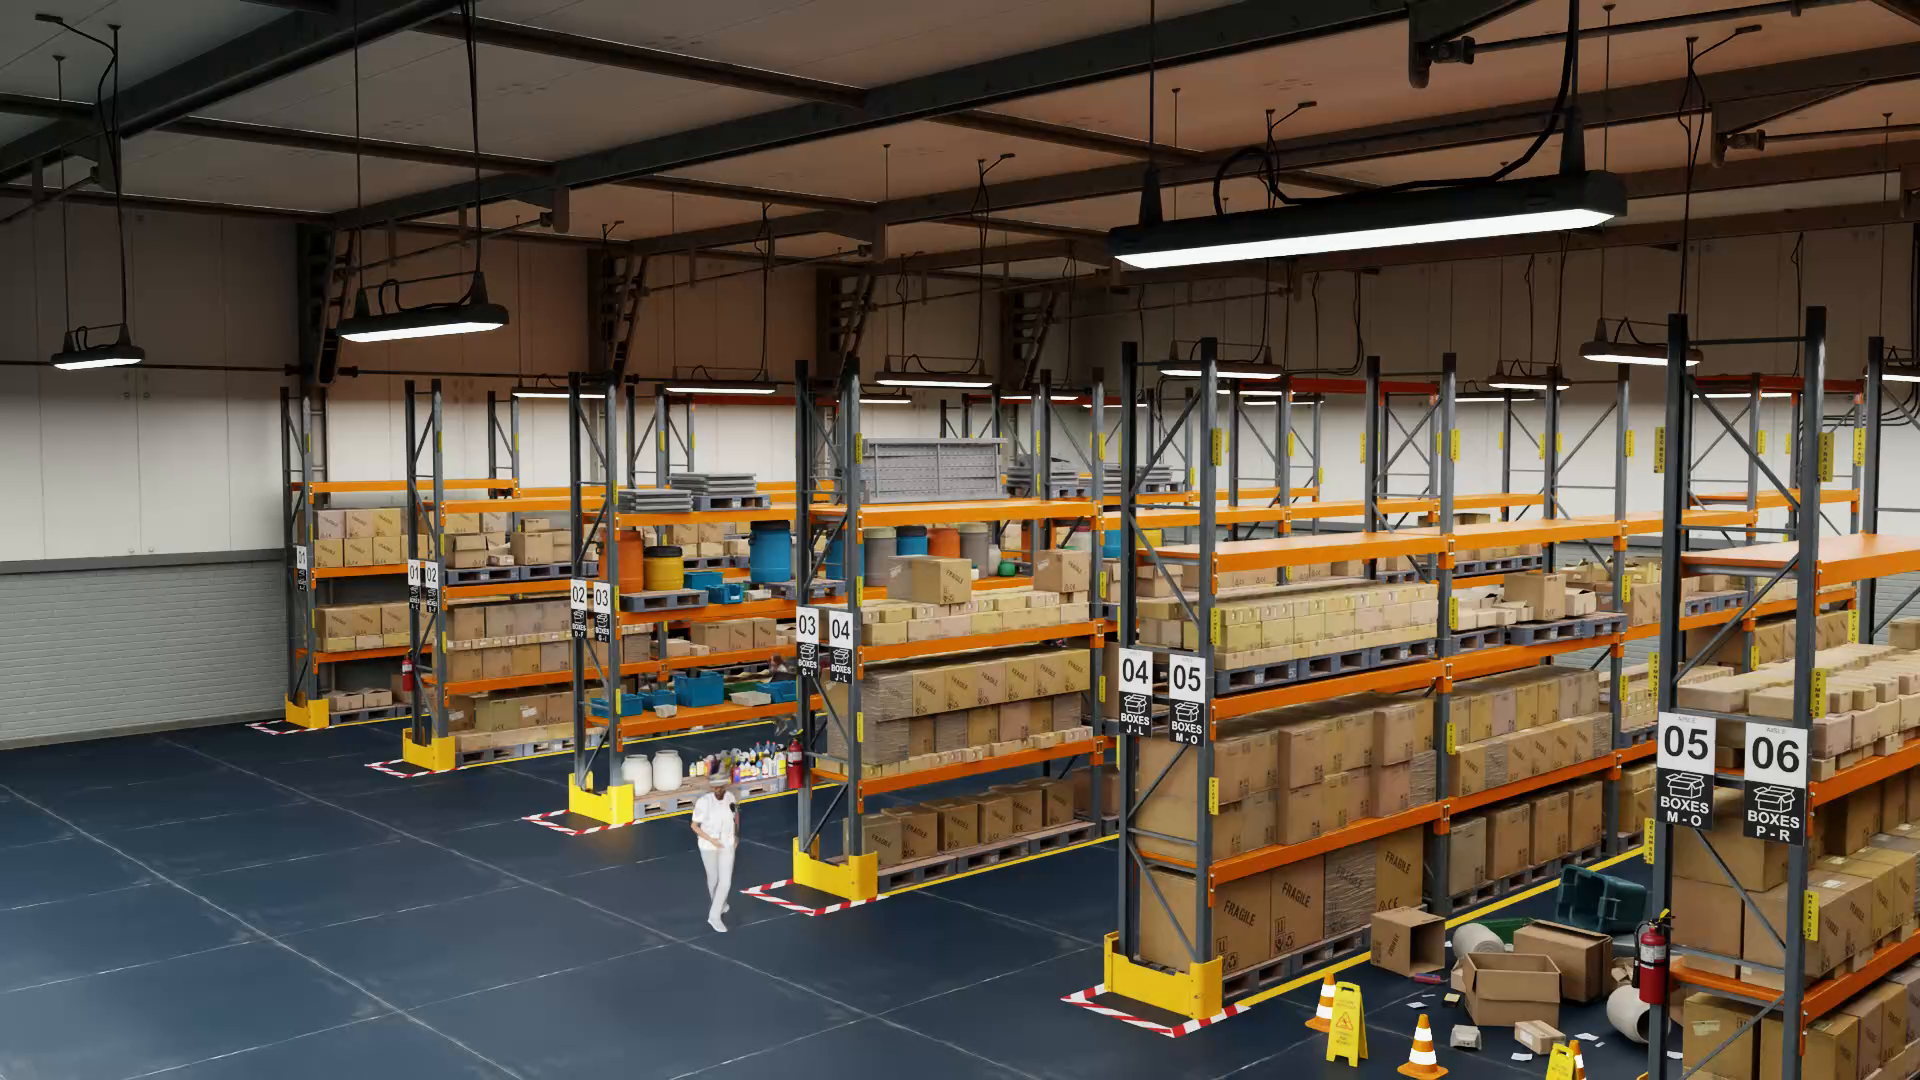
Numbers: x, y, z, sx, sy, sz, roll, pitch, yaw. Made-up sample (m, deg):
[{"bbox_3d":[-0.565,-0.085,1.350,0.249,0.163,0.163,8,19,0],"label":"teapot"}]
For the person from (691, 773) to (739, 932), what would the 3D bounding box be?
[{"bbox_3d":[-2.583,3.220,17.512,0.549,1.652,0.797,-1,4,-18],"label":"person"}]

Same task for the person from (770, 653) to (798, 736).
[{"bbox_3d":[-2.990,2.614,28.134,0.559,1.465,0.924,3,5,42],"label":"person"}]
